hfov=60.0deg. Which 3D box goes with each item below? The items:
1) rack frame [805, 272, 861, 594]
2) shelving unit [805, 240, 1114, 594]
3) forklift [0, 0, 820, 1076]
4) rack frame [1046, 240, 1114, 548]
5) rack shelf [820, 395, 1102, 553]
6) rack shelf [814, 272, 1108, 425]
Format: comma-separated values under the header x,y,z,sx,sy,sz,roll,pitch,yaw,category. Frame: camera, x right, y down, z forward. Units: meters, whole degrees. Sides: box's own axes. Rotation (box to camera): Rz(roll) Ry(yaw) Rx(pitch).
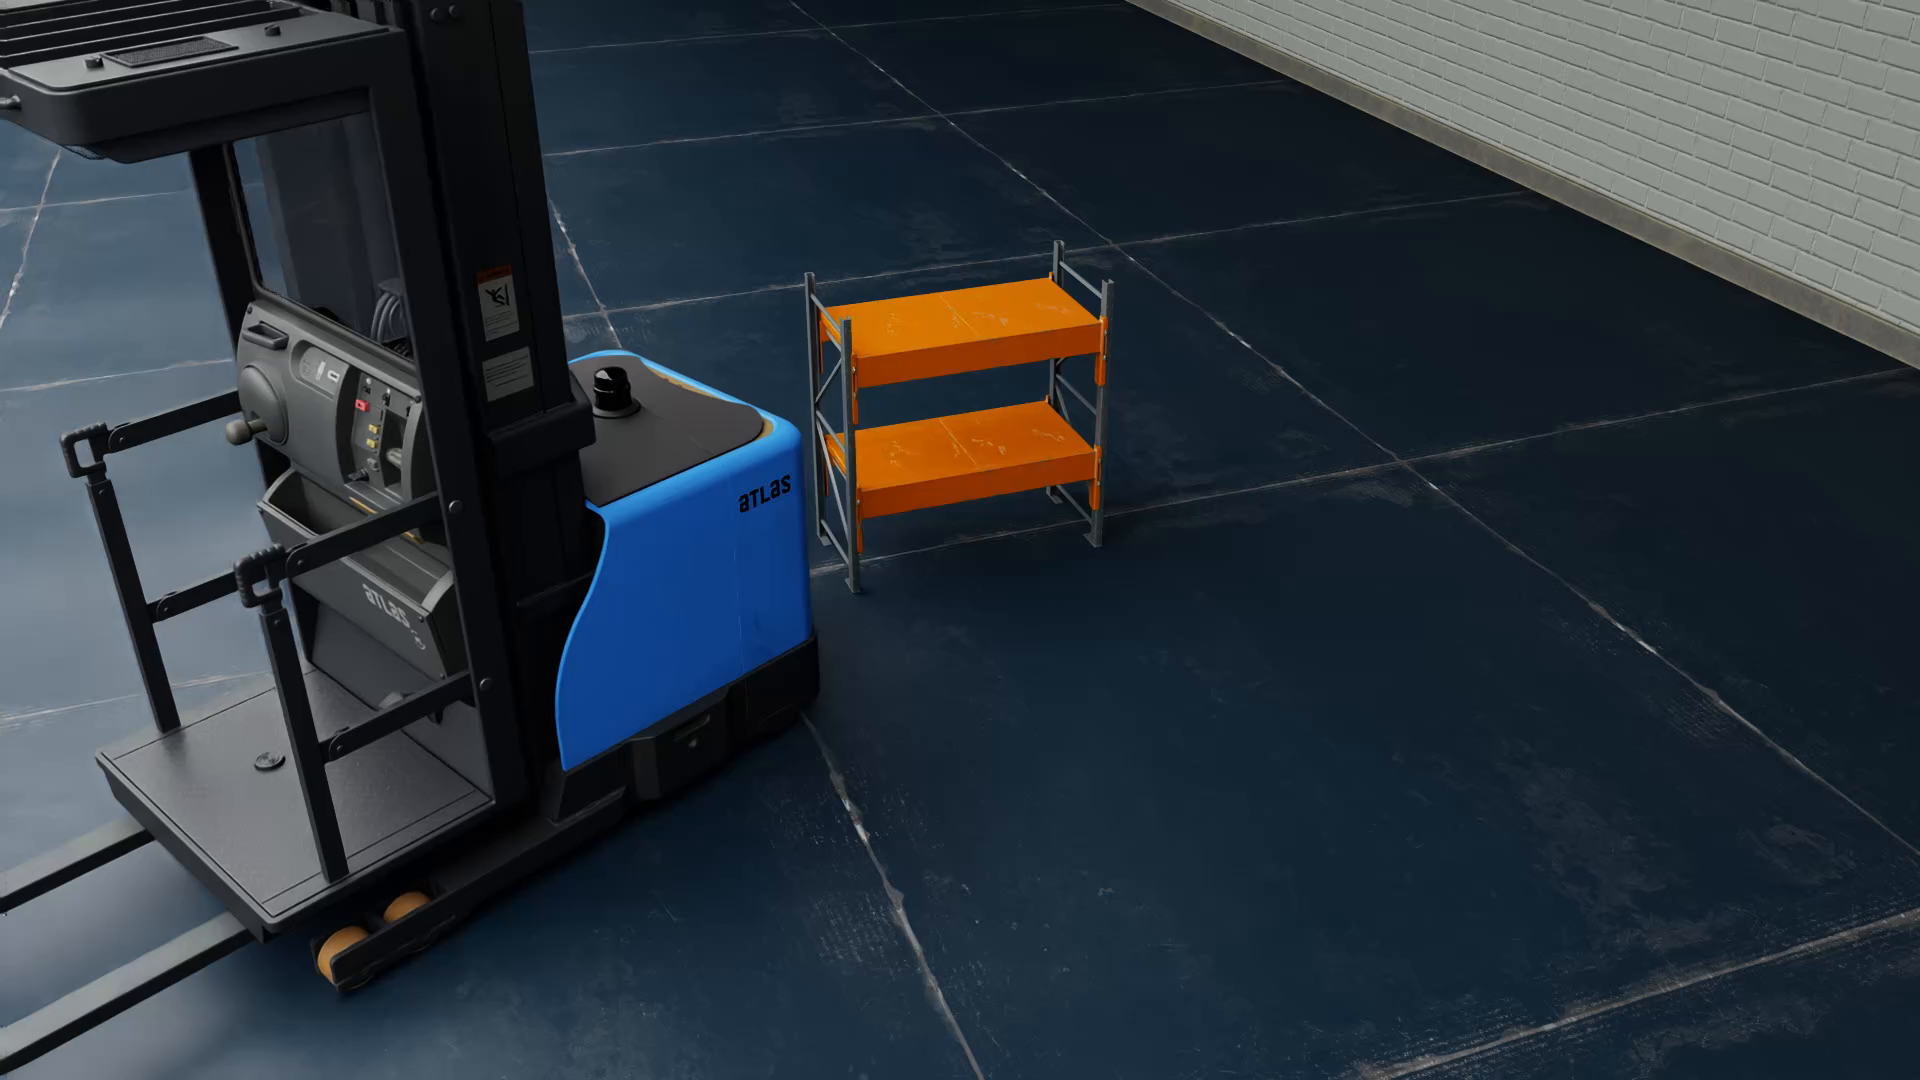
x,y,z,sx,sy,sz,roll,pitch,yaw,category
-0.483,-0.400,6.315,0.032,1.125,0.500,-10,31,-18,rack frame
-0.006,-0.488,6.469,1.048,1.125,0.538,-10,31,-18,shelving unit
-1.850,-0.325,4.359,1.130,2.935,3.031,25,38,36,forklift
0.470,-0.575,6.624,0.032,1.125,0.500,-10,31,-18,rack frame
-0.006,-0.275,6.591,1.000,0.278,0.538,-10,31,-18,rack shelf
-0.006,-0.742,6.325,1.000,0.278,0.538,-10,31,-18,rack shelf
